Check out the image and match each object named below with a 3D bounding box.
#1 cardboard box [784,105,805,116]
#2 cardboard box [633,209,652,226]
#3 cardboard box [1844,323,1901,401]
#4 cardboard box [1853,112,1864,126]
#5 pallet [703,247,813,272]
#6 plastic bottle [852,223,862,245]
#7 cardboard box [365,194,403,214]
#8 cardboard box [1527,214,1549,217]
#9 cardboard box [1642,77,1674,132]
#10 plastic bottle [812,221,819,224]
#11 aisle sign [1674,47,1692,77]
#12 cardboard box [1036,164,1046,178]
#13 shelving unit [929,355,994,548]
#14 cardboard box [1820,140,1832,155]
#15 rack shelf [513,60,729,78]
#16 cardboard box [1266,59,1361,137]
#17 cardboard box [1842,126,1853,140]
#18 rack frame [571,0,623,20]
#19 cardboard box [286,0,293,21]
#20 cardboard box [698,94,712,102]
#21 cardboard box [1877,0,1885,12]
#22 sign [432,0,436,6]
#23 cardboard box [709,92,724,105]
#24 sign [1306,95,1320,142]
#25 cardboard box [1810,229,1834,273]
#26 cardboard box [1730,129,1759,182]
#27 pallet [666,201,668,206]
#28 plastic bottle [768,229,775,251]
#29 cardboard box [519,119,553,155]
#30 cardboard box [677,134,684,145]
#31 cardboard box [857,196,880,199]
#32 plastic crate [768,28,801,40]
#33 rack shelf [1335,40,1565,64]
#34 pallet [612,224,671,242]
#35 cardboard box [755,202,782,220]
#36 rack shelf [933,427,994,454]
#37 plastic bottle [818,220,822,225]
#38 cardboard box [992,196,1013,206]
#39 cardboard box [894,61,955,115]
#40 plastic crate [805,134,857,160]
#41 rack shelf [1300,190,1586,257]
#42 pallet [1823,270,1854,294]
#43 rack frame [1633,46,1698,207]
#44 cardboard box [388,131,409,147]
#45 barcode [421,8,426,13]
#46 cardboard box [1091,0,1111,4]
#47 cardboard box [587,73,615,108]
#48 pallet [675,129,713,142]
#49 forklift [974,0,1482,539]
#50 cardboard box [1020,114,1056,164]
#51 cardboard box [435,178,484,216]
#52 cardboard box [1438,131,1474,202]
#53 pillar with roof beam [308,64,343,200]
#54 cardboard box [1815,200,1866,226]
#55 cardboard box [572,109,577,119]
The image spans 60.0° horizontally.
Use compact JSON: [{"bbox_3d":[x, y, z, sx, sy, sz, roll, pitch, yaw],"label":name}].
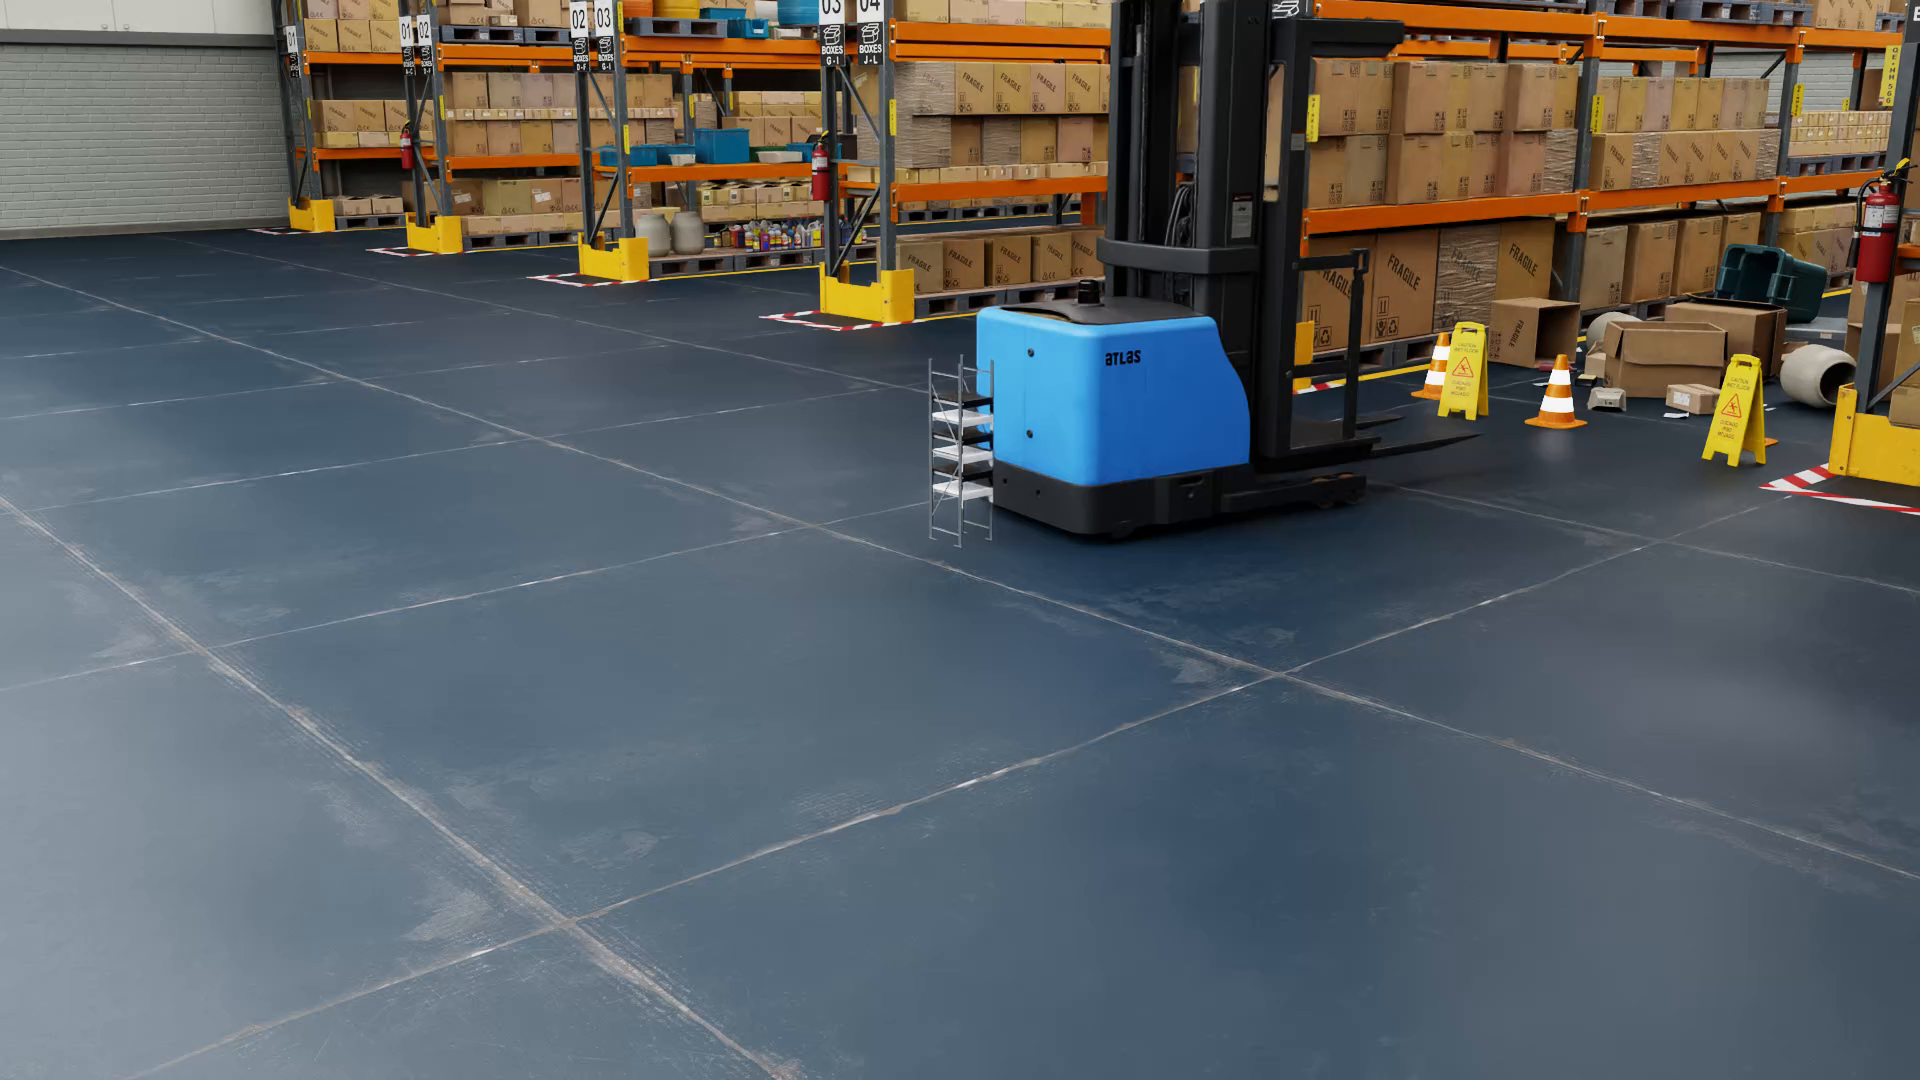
[{"bbox_3d":[-3.401,-8.331,32.818,0.500,0.500,0.500,-13,20,-40],"label":"cardboard box"},{"bbox_3d":[-5.065,-4.955,25.504,0.500,0.250,0.500,-13,19,-39],"label":"cardboard box"},{"bbox_3d":[6.829,-1.303,12.156,0.500,0.500,0.500,0,15,-1],"label":"cardboard box"},{"bbox_3d":[9.879,-4.725,18.645,0.250,0.149,0.380,-13,20,-40],"label":"cardboard box"},{"bbox_3d":[-2.681,-3.659,21.540,1.213,0.211,1.003,-13,19,-39],"label":"pallet"},{"bbox_3d":[-1.372,-4.074,22.102,0.133,0.283,0.061,-11,19,-37],"label":"plastic bottle"},{"bbox_3d":[-9.736,-5.681,28.063,0.500,0.311,0.500,-11,18,-35],"label":"cardboard box"},{"bbox_3d":[7.591,-4.775,23.617,0.875,0.875,1.225,-13,19,-39],"label":"cardboard box"},{"bbox_3d":[6.344,-4.163,15.890,0.500,0.500,0.700,-12,19,-39],"label":"cardboard box"},{"bbox_3d":[-1.980,-4.188,22.541,0.135,0.276,0.152,-12,19,-37],"label":"plastic bottle"},{"bbox_3d":[11.329,-7.598,25.846,0.004,0.787,0.394,-13,19,-39],"label":"aisle sign"},{"bbox_3d":[0.676,-3.862,17.382,0.250,0.149,0.380,-13,19,-39],"label":"cardboard box"},{"bbox_3d":[0.006,-0.436,8.139,0.210,0.900,0.258,-13,19,-39],"label":"shelving unit"},{"bbox_3d":[9.301,-4.306,18.230,0.250,0.149,0.380,-12,19,-37],"label":"cardboard box"},{"bbox_3d":[-6.221,-8.689,30.549,4.000,0.370,1.077,-13,19,-39],"label":"rack shelf"},{"bbox_3d":[2.493,-3.345,12.576,0.550,0.550,0.875,-13,19,-39],"label":"cardboard box"},{"bbox_3d":[9.689,-4.537,18.520,0.250,0.149,0.380,-13,20,-40],"label":"cardboard box"},{"bbox_3d":[-4.244,-7.541,19.043,0.127,3.000,1.000,-13,19,-39],"label":"rack frame"},{"bbox_3d":[-10.593,-8.685,26.970,0.500,0.500,0.500,-12,19,-37],"label":"cardboard box"},{"bbox_3d":[-4.952,-8.436,31.717,0.380,0.149,0.250,13,20,40],"label":"cardboard box"},{"bbox_3d":[9.988,-6.194,18.800,0.637,0.503,0.797,-13,20,-40],"label":"cardboard box"},{"bbox_3d":[-7.133,-7.408,22.511,0.005,0.325,0.100,-13,19,-39],"label":"sign"},{"bbox_3d":[-4.540,-8.617,32.437,0.500,0.250,0.500,-12,19,-38],"label":"cardboard box"},{"bbox_3d":[2.547,-3.043,11.998,0.005,0.325,0.100,-13,19,-39],"label":"sign"},{"bbox_3d":[9.300,-3.202,18.454,0.500,0.500,0.500,-12,19,-39],"label":"cardboard box"},{"bbox_3d":[7.682,-3.886,16.792,0.500,0.500,0.500,-13,19,-39],"label":"cardboard box"},{"bbox_3d":[-6.222,-6.241,31.207,1.213,0.211,1.003,-13,19,-39],"label":"pallet"},{"bbox_3d":[-2.413,-3.841,21.252,0.097,0.271,0.097,0,15,0],"label":"plastic bottle"},{"bbox_3d":[-6.360,-5.905,24.351,0.500,0.500,0.700,-12,19,-39],"label":"cardboard box"},{"bbox_3d":[-4.132,-6.304,26.330,0.500,0.250,0.500,-11,19,-36],"label":"cardboard box"},{"bbox_3d":[-1.691,-5.971,28.220,0.500,0.311,0.500,-12,19,-38],"label":"cardboard box"},{"bbox_3d":[-2.172,-6.291,20.688,0.396,0.136,0.243,-13,19,-39],"label":"plastic crate"},{"bbox_3d":[6.552,-6.474,22.255,4.000,0.370,1.077,-13,19,-39],"label":"rack shelf"},{"bbox_3d":[-5.102,-4.811,25.852,1.213,0.211,1.003,-13,19,-39],"label":"pallet"},{"bbox_3d":[-3.232,-5.354,26.996,0.500,0.250,0.500,-13,20,-41],"label":"cardboard box"},{"bbox_3d":[0.006,-0.491,8.124,0.200,0.077,0.258,-13,20,-39],"label":"rack shelf"},{"bbox_3d":[-1.910,-4.171,22.463,0.133,0.283,0.061,-13,19,-39],"label":"plastic bottle"},{"bbox_3d":[0.619,-6.339,30.159,0.500,0.500,0.500,-12,19,-39],"label":"cardboard box"},{"bbox_3d":[-0.398,-4.393,16.177,0.500,0.500,0.500,-13,19,-39],"label":"cardboard box"},{"bbox_3d":[-1.705,-5.226,22.123,0.504,0.338,0.767,-13,19,-39],"label":"plastic crate"},{"bbox_3d":[3.696,-2.687,13.889,4.000,0.370,1.077,-13,19,-39],"label":"rack shelf"},{"bbox_3d":[9.733,-3.041,19.226,1.213,0.211,1.003,-13,19,-39],"label":"pallet"},{"bbox_3d":[11.078,-6.388,26.354,0.127,3.000,1.000,-13,19,-39],"label":"rack frame"},{"bbox_3d":[-9.400,-6.705,27.791,0.500,0.250,0.500,-13,20,-40],"label":"cardboard box"},{"bbox_3d":[-7.581,-7.482,23.510,0.075,0.075,0.001,-13,19,-39],"label":"barcode"},{"bbox_3d":[1.384,-5.675,17.389,0.250,0.149,0.380,-13,20,-41],"label":"cardboard box"},{"bbox_3d":[-5.564,-6.713,24.861,0.500,0.500,0.700,-13,20,-39],"label":"cardboard box"},{"bbox_3d":[-5.180,-7.692,31.606,1.003,0.211,1.213,-13,19,-39],"label":"pallet"},{"bbox_3d":[1.592,-1.686,8.883,3.031,2.935,1.130,-9,18,-31],"label":"forklift"},{"bbox_3d":[0.529,-4.225,17.483,0.500,0.500,0.875,-13,19,-39],"label":"cardboard box"},{"bbox_3d":[-7.283,-4.993,24.190,0.500,0.500,0.500,-13,19,-39],"label":"cardboard box"},{"bbox_3d":[3.716,-3.105,13.772,0.500,0.550,0.875,-13,19,-39],"label":"cardboard box"},{"bbox_3d":[-7.961,-8.918,24.200,0.400,9.000,9.100,-13,19,-39],"label":"pillar with roof beam"},{"bbox_3d":[10.058,-3.734,18.992,0.500,0.250,0.500,-14,20,-42],"label":"cardboard box"},{"bbox_3d":[-5.697,-6.298,24.566,0.250,0.149,0.380,-12,19,-38],"label":"cardboard box"}]
